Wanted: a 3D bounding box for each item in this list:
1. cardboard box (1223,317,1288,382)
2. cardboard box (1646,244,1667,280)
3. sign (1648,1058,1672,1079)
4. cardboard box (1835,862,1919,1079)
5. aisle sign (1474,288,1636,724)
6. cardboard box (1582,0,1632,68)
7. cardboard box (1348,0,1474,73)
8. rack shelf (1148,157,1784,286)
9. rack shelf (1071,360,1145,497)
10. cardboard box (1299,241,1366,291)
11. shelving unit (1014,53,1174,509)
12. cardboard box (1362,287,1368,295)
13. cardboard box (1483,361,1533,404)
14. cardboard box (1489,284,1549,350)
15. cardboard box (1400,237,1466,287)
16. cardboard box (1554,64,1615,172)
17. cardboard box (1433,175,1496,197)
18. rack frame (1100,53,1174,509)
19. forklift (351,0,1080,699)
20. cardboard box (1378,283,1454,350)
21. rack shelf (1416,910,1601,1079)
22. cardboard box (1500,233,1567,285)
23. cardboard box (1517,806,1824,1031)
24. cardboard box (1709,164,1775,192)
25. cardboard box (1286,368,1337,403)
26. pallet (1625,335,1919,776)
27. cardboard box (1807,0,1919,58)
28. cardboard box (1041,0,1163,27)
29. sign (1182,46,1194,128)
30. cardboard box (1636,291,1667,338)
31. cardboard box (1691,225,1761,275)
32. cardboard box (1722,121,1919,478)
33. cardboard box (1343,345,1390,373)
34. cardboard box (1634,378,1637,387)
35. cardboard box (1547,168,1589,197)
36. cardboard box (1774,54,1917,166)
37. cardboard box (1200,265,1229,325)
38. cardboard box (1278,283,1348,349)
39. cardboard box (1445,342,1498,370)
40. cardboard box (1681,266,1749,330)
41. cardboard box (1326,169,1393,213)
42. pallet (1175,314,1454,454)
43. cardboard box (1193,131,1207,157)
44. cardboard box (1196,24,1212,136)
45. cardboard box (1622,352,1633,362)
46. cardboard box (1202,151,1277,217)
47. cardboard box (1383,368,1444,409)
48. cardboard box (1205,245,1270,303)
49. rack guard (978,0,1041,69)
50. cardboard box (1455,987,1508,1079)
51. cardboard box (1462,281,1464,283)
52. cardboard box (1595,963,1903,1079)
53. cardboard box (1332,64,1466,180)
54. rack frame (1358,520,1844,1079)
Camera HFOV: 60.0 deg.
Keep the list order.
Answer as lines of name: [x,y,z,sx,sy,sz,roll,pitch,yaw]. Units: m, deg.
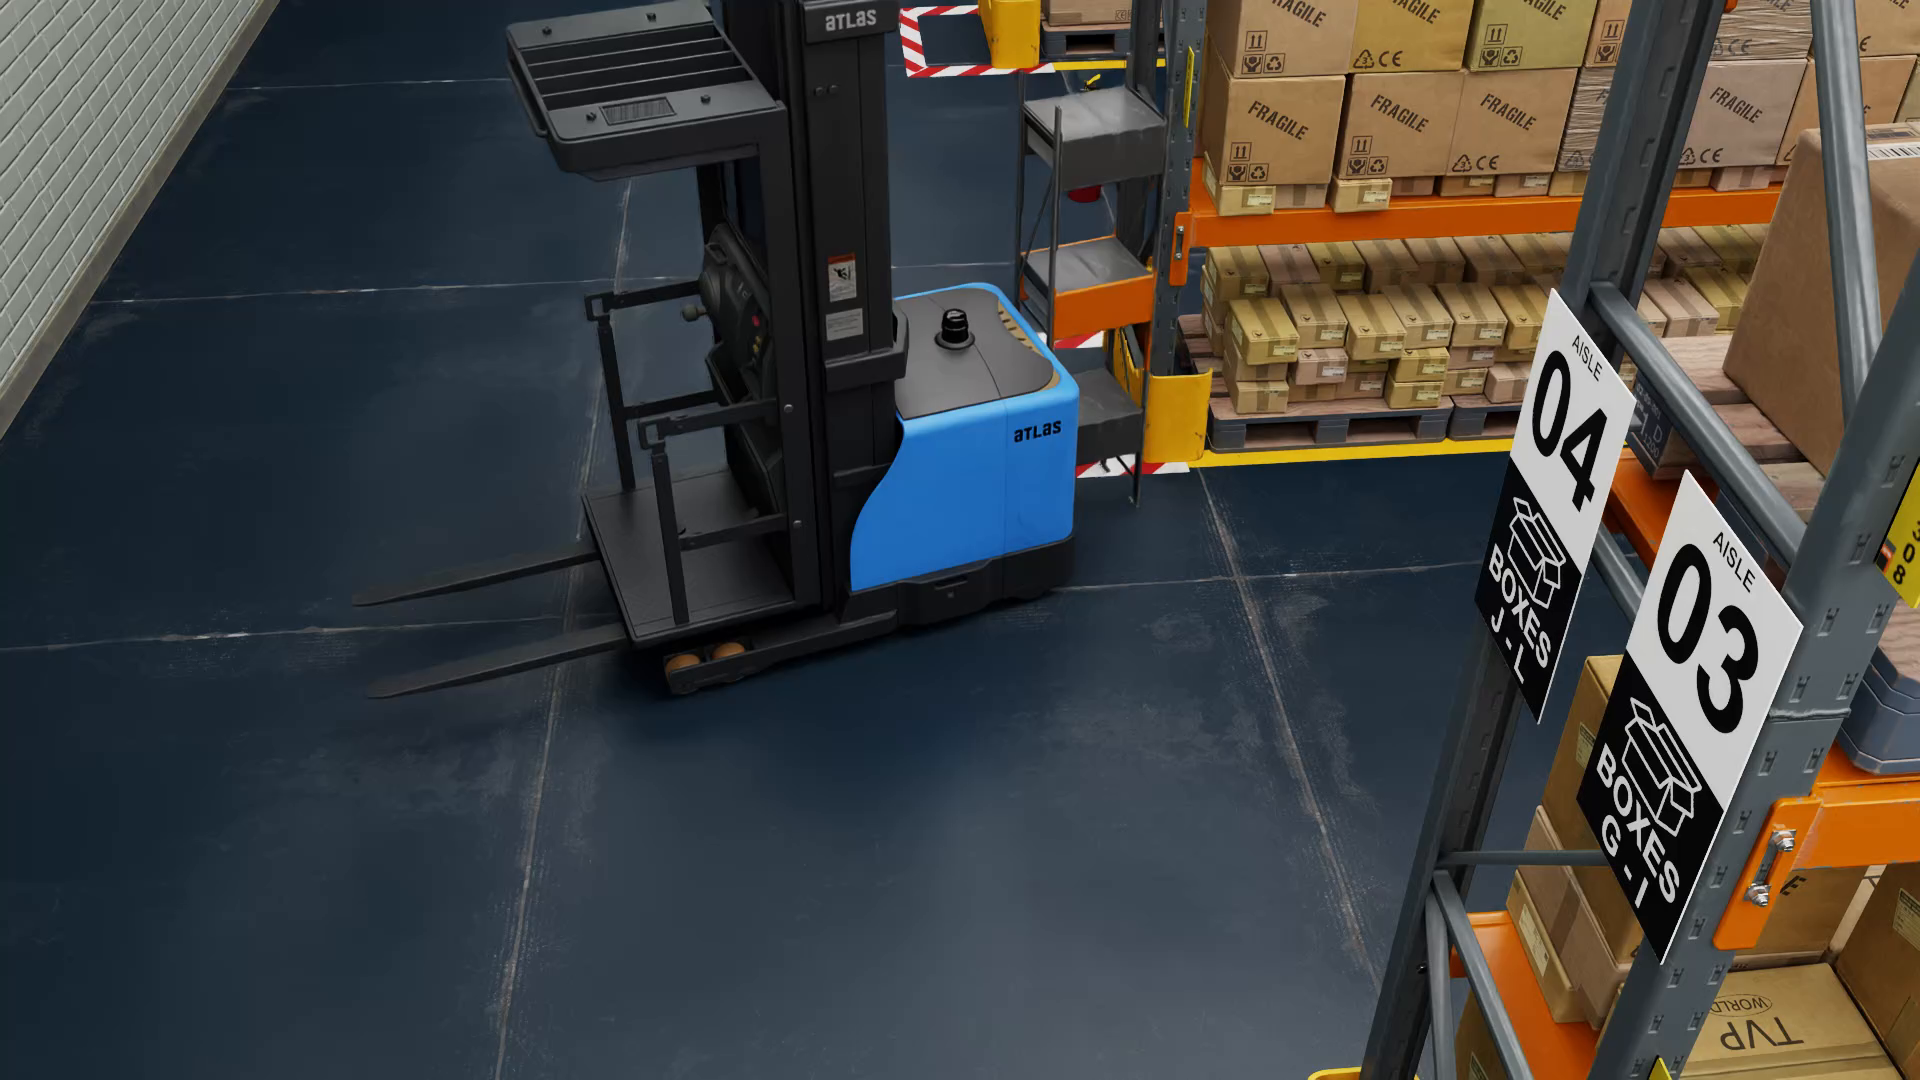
cardboard box: [1.466,-0.952,8.258,0.250,0.149,0.380,-2,38,-2]
cardboard box: [3.498,-1.512,8.727,0.250,0.149,0.380,-2,38,-3]
sign: [1.303,1.118,3.148,0.005,0.325,0.100,-3,38,-4]
cardboard box: [2.260,0.907,3.455,0.500,0.500,0.500,-4,38,-5]
aisle sign: [1.162,-0.055,3.300,0.004,0.787,0.394,-3,38,-4]
cardboard box: [2.921,-2.405,7.249,0.500,0.500,0.500,-4,38,-5]
cardboard box: [1.894,-2.360,7.192,0.500,0.500,0.500,-2,38,-3]
rack shelf: [2.913,-1.747,8.123,4.000,0.370,1.077,-3,38,-4]
rack shelf: [0.547,-0.474,7.808,0.480,0.518,0.431,-14,40,-17]
cardboard box: [1.928,-1.455,8.655,0.250,0.149,0.380,-4,38,-5]
shelving unit: [0.547,-1.034,7.366,0.503,2.100,0.431,-14,40,-17]
cardboard box: [2.216,-1.268,8.658,0.250,0.149,0.380,-4,38,-5]
cardboard box: [2.738,-0.858,8.379,0.250,0.149,0.380,-5,39,-6]
cardboard box: [2.782,-1.102,8.208,0.250,0.149,0.380,-3,38,-3]
cardboard box: [2.454,-1.479,8.685,0.250,0.149,0.380,-2,38,-2]
cardboard box: [2.920,-2.026,7.575,0.500,0.500,0.500,-4,38,-5]
cardboard box: [2.314,-1.756,7.757,0.250,0.149,0.380,-4,38,-4]
rack frame: [0.774,-1.089,7.436,0.015,2.100,0.400,-14,40,-17]
forklift: [-1.062,-0.882,6.501,3.031,2.935,1.130,-14,40,-17]
cardboard box: [2.239,-1.107,8.213,0.250,0.149,0.380,-5,39,-6]
rack shelf: [3.252,1.319,4.237,4.000,0.370,1.077,-3,38,-4]
cardboard box: [2.985,-1.457,8.657,0.250,0.149,0.380,-3,38,-4]
cardboard box: [1.719,0.898,4.071,0.500,0.250,0.500,-4,38,-5]
cardboard box: [3.596,-1.789,7.798,0.250,0.149,0.380,-5,39,-6]
cardboard box: [1.725,-0.861,8.382,0.250,0.149,0.380,-3,38,-4]
pallet: [1.998,-0.044,3.034,1.213,0.211,1.003,-3,38,-4]
cardboard box: [3.947,-2.463,7.322,0.500,0.500,0.500,-4,38,-5]
cardboard box: [1.031,-4.225,12.413,0.875,0.438,0.875,-4,38,-6]
sign: [0.969,-1.925,7.069,0.005,0.325,0.100,-3,38,-4]
cardboard box: [3.281,-1.121,8.232,0.250,0.149,0.380,-4,38,-6]
cardboard box: [4.017,-1.504,8.717,0.250,0.149,0.380,-4,38,-5]
cardboard box: [1.773,-0.336,2.832,0.500,0.500,0.700,-5,39,-7]
cardboard box: [1.980,-1.000,8.319,0.250,0.149,0.380,-3,38,-3]
cardboard box: [3.514,-0.896,8.427,0.250,0.149,0.380,-3,38,-4]
cardboard box: [2.822,-1.753,7.753,0.250,0.149,0.380,-2,38,-2]
cardboard box: [3.931,-2.066,7.626,0.500,0.500,0.500,-4,38,-5]
cardboard box: [1.422,-1.287,8.682,0.250,0.149,0.380,-4,38,-5]
cardboard box: [1.737,-1.107,8.214,0.250,0.149,0.380,-2,38,-3]
cardboard box: [2.501,-1.021,8.344,0.250,0.149,0.380,-5,39,-6]
cardboard box: [3.810,-1.215,8.351,0.250,0.149,0.380,-2,38,-2]
cardboard box: [1.795,-1.658,7.632,0.250,0.149,0.380,-4,38,-5]
pallet: [1.809,-0.852,8.659,1.213,0.211,1.003,-3,38,-4]
cardboard box: [1.221,-2.013,8.083,0.250,0.149,0.380,-3,38,-4]
cardboard box: [1.346,-2.259,7.870,0.500,0.500,0.500,-2,38,-3]
cardboard box: [3.307,-1.058,8.392,0.250,0.149,0.380,-5,39,-6]
cardboard box: [1.273,-1.636,7.605,0.250,0.149,0.380,-3,38,-4]
cardboard box: [2.236,-0.826,8.337,0.250,0.149,0.380,-3,38,-3]
cardboard box: [1.426,-1.384,8.565,0.250,0.149,0.380,-3,38,-3]
rack guard: [0.358,-3.985,12.397,0.348,0.500,1.175,-3,38,-4]
cardboard box: [1.890,1.731,4.511,0.875,0.875,0.875,-3,38,-4]
cardboard box: [2.711,-1.356,8.769,0.250,0.149,0.380,-1,38,-2]
cardboard box: [1.762,1.229,3.652,0.500,0.250,0.500,-4,38,-5]
cardboard box: [1.924,-1.975,7.510,0.500,0.500,0.500,-3,38,-4]
rack frame: [1.260,1.146,3.876,0.127,3.000,1.000,-3,38,-4]
